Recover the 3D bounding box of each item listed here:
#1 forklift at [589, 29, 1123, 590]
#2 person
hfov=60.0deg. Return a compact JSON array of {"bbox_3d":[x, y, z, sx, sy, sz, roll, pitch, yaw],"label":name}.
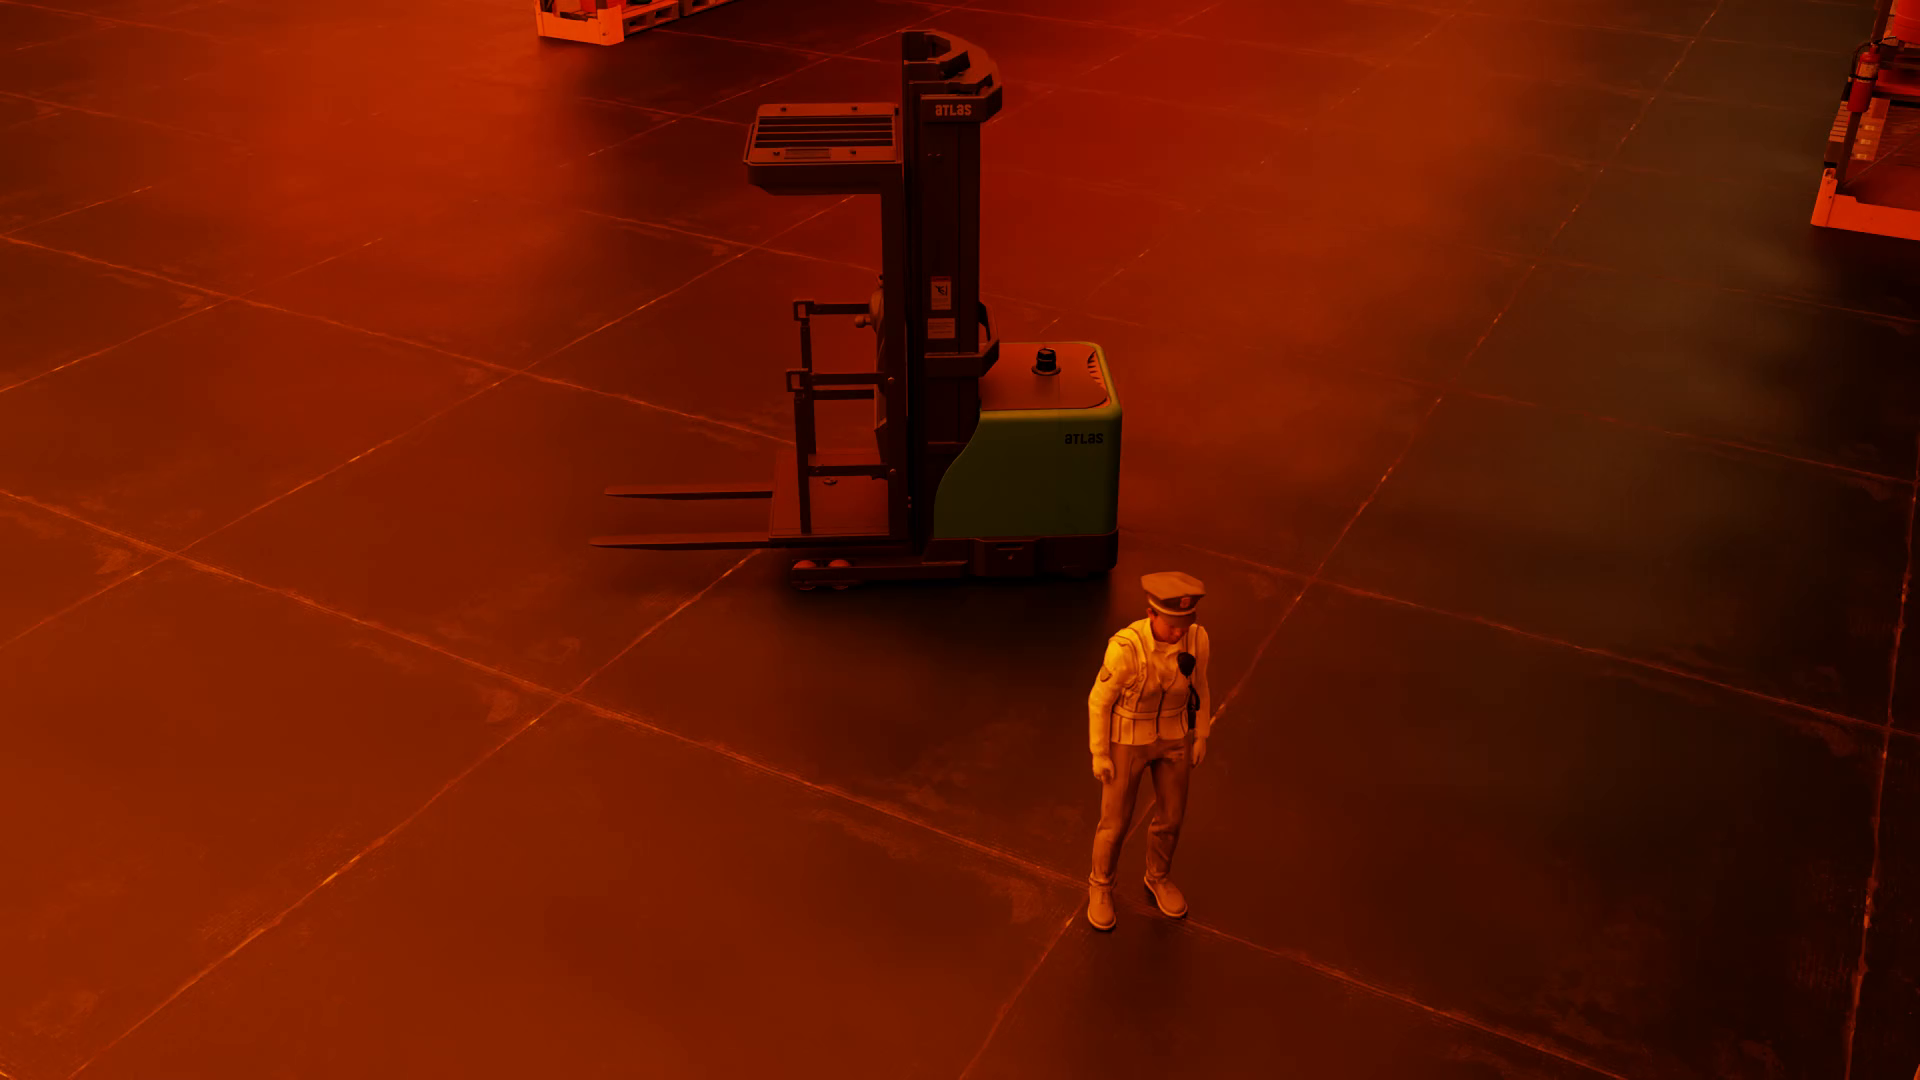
[{"bbox_3d":[-0.625,-1.254,9.244,3.031,2.935,1.130,-1,30,-2],"label":"forklift"},{"bbox_3d":[0.790,0.852,6.865,0.536,1.663,0.379,-7,31,-11],"label":"person"}]
